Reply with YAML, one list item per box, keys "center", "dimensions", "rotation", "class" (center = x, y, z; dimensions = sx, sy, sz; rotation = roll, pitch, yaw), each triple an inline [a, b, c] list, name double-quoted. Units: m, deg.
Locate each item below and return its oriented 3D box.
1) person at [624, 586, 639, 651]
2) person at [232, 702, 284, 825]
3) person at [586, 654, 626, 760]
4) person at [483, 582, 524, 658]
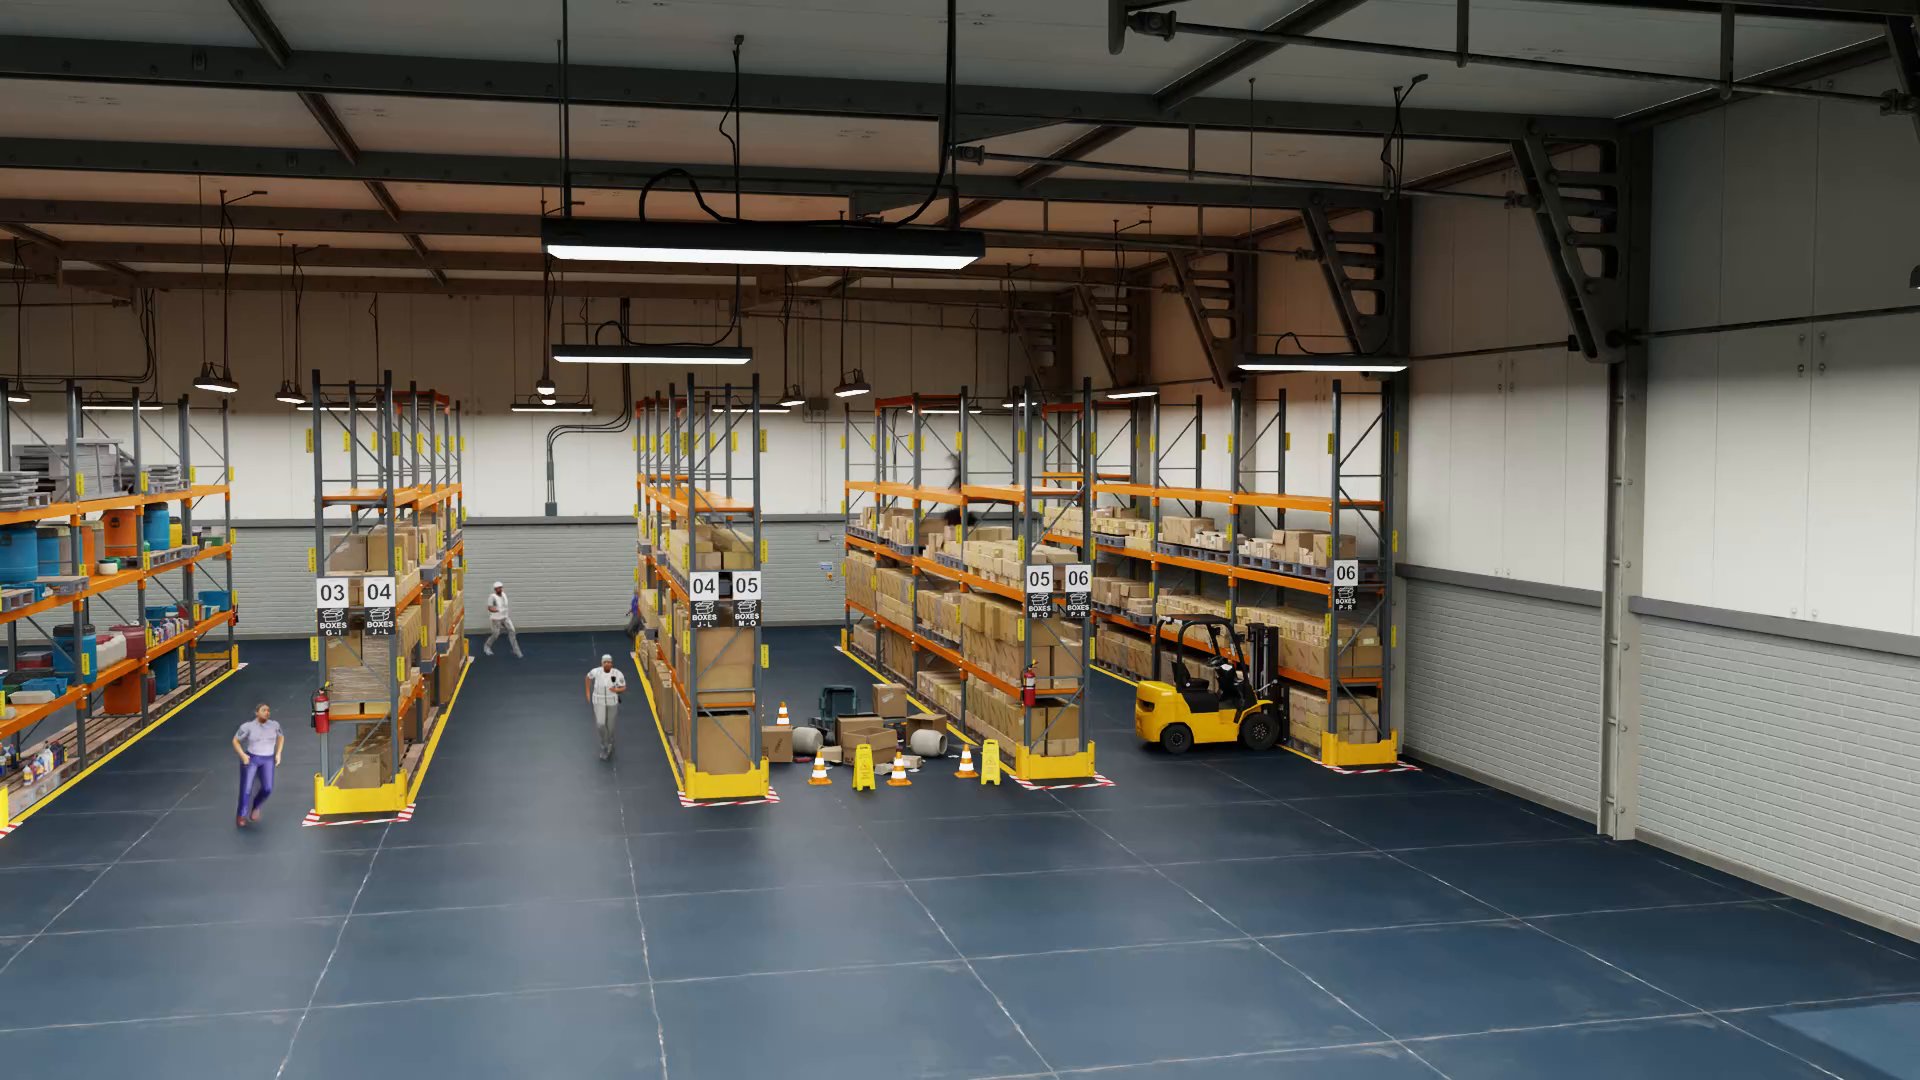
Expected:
- center: [-7.770, 1.891, 39.973]
  dimensions: [0.589, 1.603, 0.638]
  rotation: [-2, 4, -32]
  class: "person"
- center: [-9.221, 2.944, 21.921]
  dimensions: [0.666, 1.593, 0.548]
  rotation: [-2, 4, -33]
  class: "person"
- center: [-5.644, 2.651, 26.534]
  dimensions: [0.628, 1.686, 0.809]
  rotation: [-1, 3, -12]
  class: "person"
- center: [-10.766, 1.865, 38.903]
  dimensions: [0.964, 1.793, 0.690]
  rotation: [2, 4, 28]
  class: "person"
